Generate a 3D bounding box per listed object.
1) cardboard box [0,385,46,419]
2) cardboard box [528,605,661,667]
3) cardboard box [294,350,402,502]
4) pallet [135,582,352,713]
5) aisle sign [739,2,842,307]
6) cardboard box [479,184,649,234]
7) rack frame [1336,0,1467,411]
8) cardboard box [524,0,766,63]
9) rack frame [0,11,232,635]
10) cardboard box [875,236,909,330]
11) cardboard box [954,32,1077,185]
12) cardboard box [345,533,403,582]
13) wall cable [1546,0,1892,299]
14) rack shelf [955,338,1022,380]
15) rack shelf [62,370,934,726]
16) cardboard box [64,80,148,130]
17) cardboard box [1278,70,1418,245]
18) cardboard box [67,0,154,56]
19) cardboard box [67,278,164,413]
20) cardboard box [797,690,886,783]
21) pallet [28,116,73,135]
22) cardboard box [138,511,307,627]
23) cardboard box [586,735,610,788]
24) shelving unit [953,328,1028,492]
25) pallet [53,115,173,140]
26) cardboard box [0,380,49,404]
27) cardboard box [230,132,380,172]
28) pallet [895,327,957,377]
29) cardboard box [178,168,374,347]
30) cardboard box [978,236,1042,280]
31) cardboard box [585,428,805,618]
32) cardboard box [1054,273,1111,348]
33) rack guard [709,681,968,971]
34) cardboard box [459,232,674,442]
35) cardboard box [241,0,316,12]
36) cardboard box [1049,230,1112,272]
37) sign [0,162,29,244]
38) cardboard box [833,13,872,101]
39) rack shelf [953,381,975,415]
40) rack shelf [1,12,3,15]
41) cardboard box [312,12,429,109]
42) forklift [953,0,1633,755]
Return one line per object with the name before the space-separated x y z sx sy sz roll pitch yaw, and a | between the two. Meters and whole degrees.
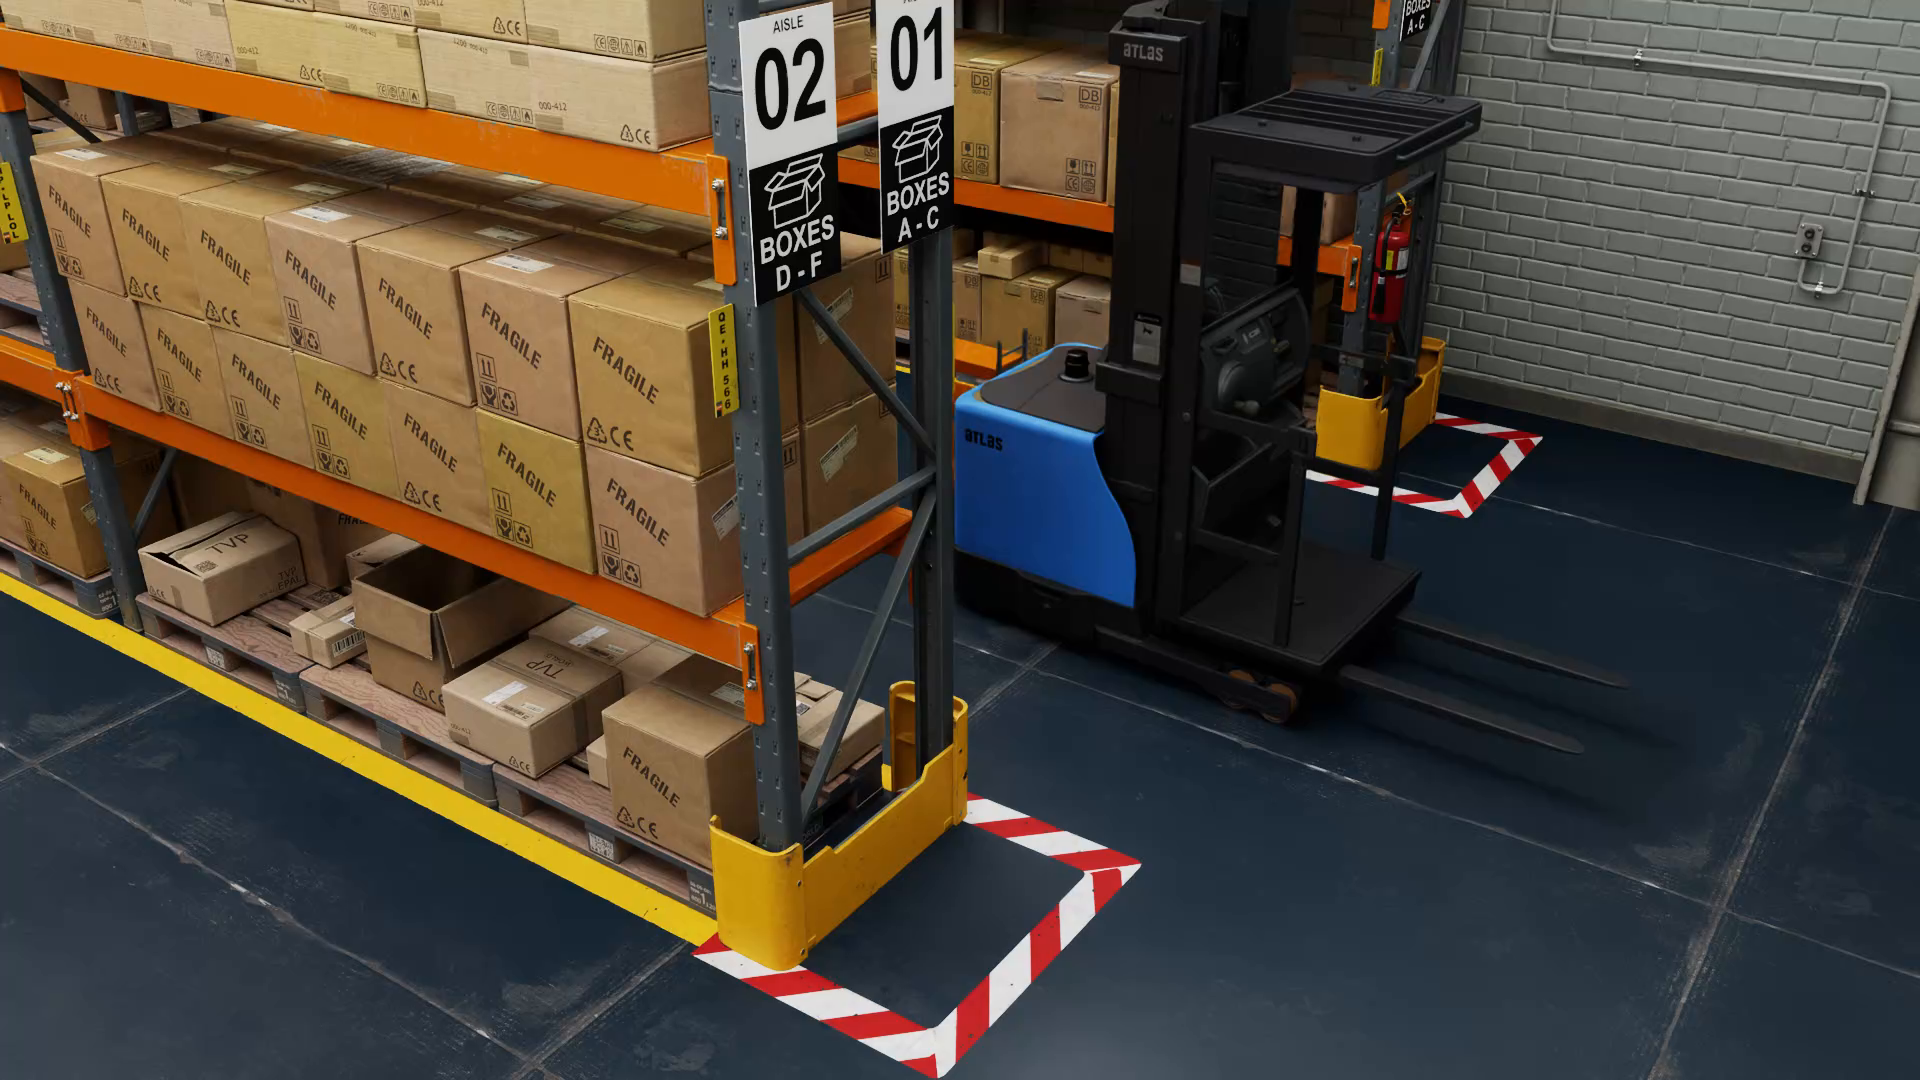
cardboard box | -5.037 -0.453 8.604 0.500 0.500 0.500 18 32 31
cardboard box | -1.467 0.462 7.082 0.500 0.250 0.500 17 32 30
cardboard box | -2.131 -0.515 6.344 0.500 0.500 0.500 17 31 30
pallet | -3.087 0.327 7.874 1.213 0.211 1.003 17 32 30
aisle sign | -0.472 -1.092 4.722 0.004 0.787 0.394 17 32 30
cardboard box | -1.416 -1.030 6.253 0.500 0.500 0.500 18 32 31
rack frame | 2.447 -1.918 9.212 0.127 3.000 1.000 17 32 30
cardboard box | -0.923 -1.595 4.883 0.500 0.250 0.500 17 32 30
rack frame | -3.652 -1.092 7.589 0.127 3.000 1.000 17 32 30
cardboard box | -0.292 -1.788 11.249 0.500 0.500 0.700 18 32 31
cardboard box | 0.186 -2.744 10.504 0.700 0.700 0.980 16 31 29
cardboard box | -2.679 0.096 7.912 0.250 0.149 0.380 17 32 30
wall cable | 4.038 -2.396 9.030 1.851 1.984 0.084 17 32 30
rack shelf | 0.058 -0.874 8.278 0.480 0.148 0.258 19 32 32
rack shelf | -2.004 -0.258 6.743 4.000 0.370 1.077 17 32 30
cardboard box | -8.323 -4.333 16.228 0.500 0.500 0.500 15 30 27
cardboard box | 2.020 -2.179 9.394 0.700 0.700 0.980 19 33 33
cardboard box | -2.982 -2.015 6.260 0.500 0.250 0.500 17 32 30
cardboard box | -3.386 -0.904 7.109 0.500 0.500 0.500 18 32 32
cardboard box | -0.506 0.773 6.581 0.250 0.149 0.380 17 32 30
pallet | -9.028 -4.229 16.827 1.213 0.211 1.003 17 32 30
cardboard box | -3.429 0.099 7.729 0.500 0.311 0.500 17 32 30
cardboard box | -1.226 0.816 6.478 0.250 0.166 0.380 17 32 30
shelving unit | 0.058 -0.524 8.456 0.503 1.200 0.258 19 32 32
pallet | -8.019 -3.916 16.212 1.213 0.211 1.003 17 32 30
cardboard box | -4.767 -0.654 8.998 0.500 0.500 0.500 18 32 31
cardboard box | -2.665 -1.419 7.018 0.500 0.500 0.500 17 31 29
pallet | -0.268 -1.478 11.422 1.213 0.211 1.003 17 32 30
cardboard box | -2.574 -1.092 6.376 0.500 0.500 0.500 16 31 29
cardboard box | 0.317 -1.787 10.532 0.250 0.149 0.380 16 31 29
cardboard box | -0.878 -0.123 5.574 0.500 0.500 0.500 18 32 32
cardboard box | 0.985 -1.391 10.469 0.500 0.500 0.700 16 31 29
rack guard | -0.418 1.029 6.176 0.348 0.500 1.175 17 32 30
cardboard box | -1.294 -0.696 5.598 0.500 0.500 0.500 18 32 32
cardboard box | -2.161 -1.979 5.638 0.500 0.250 0.500 17 32 30
cardboard box | 0.775 -1.855 10.667 0.250 0.149 0.380 17 31 29
sign | -3.963 -1.400 6.917 0.005 0.325 0.100 17 32 30
cardboard box | -0.635 -1.562 5.371 0.500 0.250 0.500 17 32 30
rack shelf | 0.058 -0.663 8.385 0.480 0.148 0.258 19 32 32
rack shelf | -5.301 -2.622 8.081 4.000 0.370 1.077 17 32 30
cardboard box | -1.753 -1.625 5.493 0.500 0.250 0.500 17 32 30
forklift | 1.445 -0.788 7.067 3.031 2.935 1.130 19 32 32
